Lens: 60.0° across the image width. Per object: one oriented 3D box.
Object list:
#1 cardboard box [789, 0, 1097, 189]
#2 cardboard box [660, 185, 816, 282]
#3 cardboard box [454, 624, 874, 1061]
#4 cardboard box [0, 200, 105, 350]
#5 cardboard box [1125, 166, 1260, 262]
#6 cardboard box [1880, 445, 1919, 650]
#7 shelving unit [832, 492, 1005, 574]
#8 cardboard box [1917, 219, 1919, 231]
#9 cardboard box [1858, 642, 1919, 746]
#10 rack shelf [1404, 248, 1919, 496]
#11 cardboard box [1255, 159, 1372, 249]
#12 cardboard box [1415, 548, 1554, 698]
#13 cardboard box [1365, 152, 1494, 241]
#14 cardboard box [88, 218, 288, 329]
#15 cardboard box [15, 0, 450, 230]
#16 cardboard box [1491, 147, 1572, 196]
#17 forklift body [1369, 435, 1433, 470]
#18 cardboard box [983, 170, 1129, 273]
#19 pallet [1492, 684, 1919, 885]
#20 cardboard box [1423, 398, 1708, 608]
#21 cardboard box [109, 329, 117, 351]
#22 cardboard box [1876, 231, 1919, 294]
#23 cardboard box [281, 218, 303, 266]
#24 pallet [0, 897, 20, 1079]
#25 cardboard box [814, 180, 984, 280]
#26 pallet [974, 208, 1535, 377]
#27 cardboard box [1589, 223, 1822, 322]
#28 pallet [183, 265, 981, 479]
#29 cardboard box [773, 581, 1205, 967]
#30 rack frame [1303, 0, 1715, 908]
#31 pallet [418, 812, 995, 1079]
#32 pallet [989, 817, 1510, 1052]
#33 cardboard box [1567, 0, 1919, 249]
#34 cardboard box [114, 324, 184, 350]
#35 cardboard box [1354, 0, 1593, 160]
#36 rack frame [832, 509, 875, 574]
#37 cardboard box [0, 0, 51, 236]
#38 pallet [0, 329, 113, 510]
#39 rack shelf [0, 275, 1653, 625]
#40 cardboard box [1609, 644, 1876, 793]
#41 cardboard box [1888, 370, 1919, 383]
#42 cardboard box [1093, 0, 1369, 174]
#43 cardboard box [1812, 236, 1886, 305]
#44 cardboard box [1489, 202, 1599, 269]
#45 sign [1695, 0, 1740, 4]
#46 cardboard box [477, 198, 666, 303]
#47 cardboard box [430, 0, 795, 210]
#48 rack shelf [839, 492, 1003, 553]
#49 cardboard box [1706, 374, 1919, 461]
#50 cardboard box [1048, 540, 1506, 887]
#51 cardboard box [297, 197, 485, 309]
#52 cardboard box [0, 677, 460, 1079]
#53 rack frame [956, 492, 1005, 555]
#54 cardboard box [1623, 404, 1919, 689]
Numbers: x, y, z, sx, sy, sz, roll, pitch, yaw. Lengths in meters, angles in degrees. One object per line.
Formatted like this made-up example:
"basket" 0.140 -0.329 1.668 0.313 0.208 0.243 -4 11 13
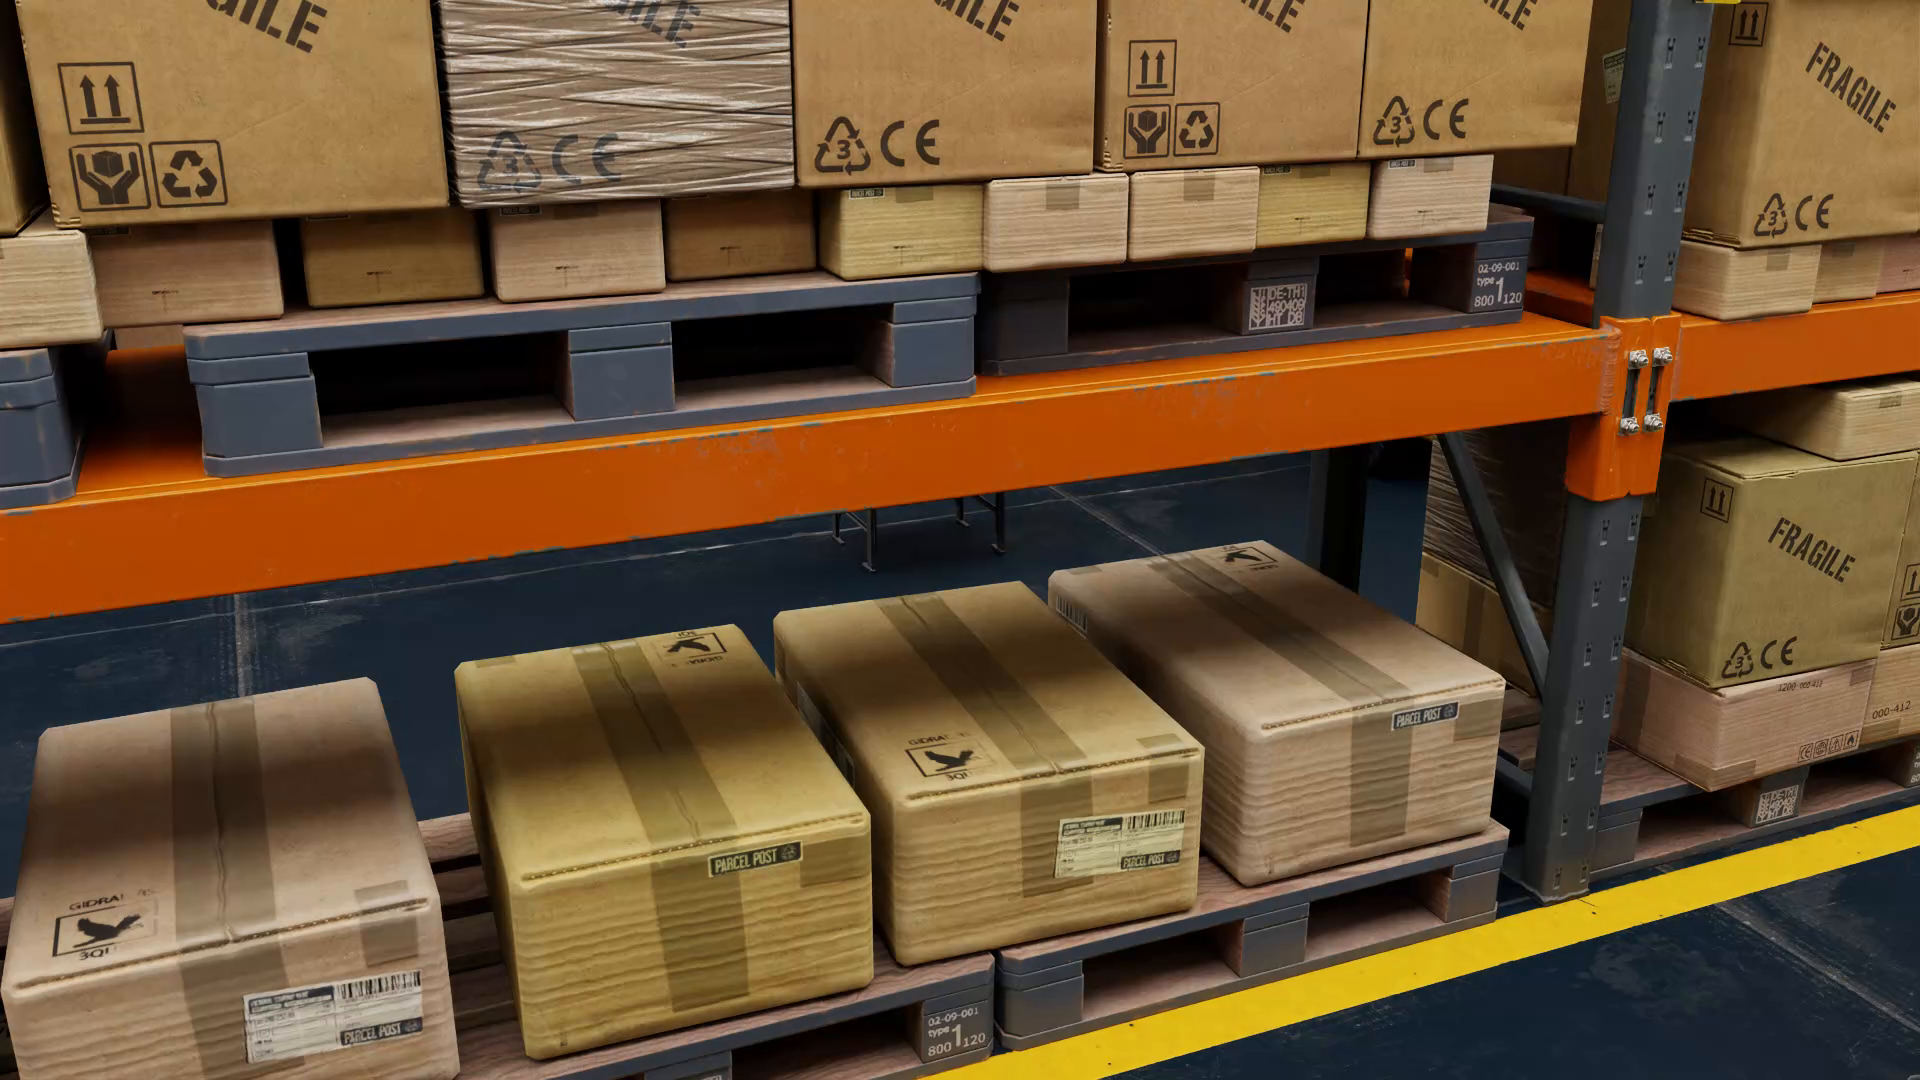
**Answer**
"cardboard box" -0.104 -0.881 2.776 0.500 0.500 0.500 -7 21 -20
"cardboard box" -0.428 -0.552 2.820 0.250 0.149 0.380 -9 21 -24
"cardboard box" -0.617 0.541 3.293 0.625 0.372 0.950 -7 21 -20
"cardboard box" -1.337 -0.376 2.319 0.250 0.149 0.380 -8 21 -22
"cardboard box" 0.326 -0.611 2.987 0.250 0.149 0.380 -9 21 -23
"cardboard box" 2.296 -0.082 4.116 0.500 0.500 0.500 -7 21 -20
"shelving unit" -0.152 -0.969 5.611 0.503 2.100 0.431 -8 21 -22
"cardboard box" 2.127 -0.991 3.722 0.500 0.500 0.500 -8 21 -22
"cardboard box" 2.295 0.272 4.240 0.500 0.250 0.500 -7 21 -19
"rack shelf" 2.997 -0.681 4.524 4.000 0.370 1.077 -8 21 -22
"cardboard box" 0.548 -0.656 3.114 0.250 0.149 0.380 -9 21 -24
"cardboard box" 1.597 0.182 4.498 0.500 0.250 0.500 -7 21 -19
"cardboard box" 0.798 -0.685 3.198 0.250 0.149 0.380 -8 21 -21
"cardboard box" -1.147 -0.431 2.476 0.250 0.149 0.380 -7 21 -19
"cardboard box" -1.047 -0.748 2.400 0.500 0.500 0.500 -8 21 -21
"cardboard box" 1.470 -1.079 3.972 0.500 0.500 0.500 -9 21 -23
"forklift body" 1.845 -1.591 7.302 1.214 2.155 2.313 -8 21 -22
"cardboard box" 0.093 -0.577 2.889 0.250 0.149 0.380 -8 21 -21
"pallet" 1.763 0.459 4.402 1.213 0.211 1.003 -8 21 -22
"cardboard box" 1.598 -0.172 4.373 0.500 0.500 0.500 -8 21 -23
"cardboard box" -3.904 -0.900 7.006 0.625 0.625 0.875 -7 21 -20
"cardboard box" 2.020 -0.676 3.804 0.250 0.149 0.380 -8 21 -22
"cardboard box" -1.111 -0.596 2.943 0.250 0.149 0.380 -8 21 -22
"pallet" -1.794 0.982 2.916 1.213 0.211 1.003 -8 21 -22
"cardboard box" -0.145 -0.555 2.829 0.250 0.149 0.380 -8 21 -22
"pallet" 0.401 -0.611 3.529 1.213 0.211 1.003 -8 21 -22
"cardboard box" 1.577 -0.583 3.539 0.250 0.149 0.380 -8 21 -22
"pallet" -0.711 -0.414 2.969 1.213 0.211 1.003 -8 21 -22
"cardboard box" 0.021 0.449 3.554 0.625 0.372 0.950 -7 21 -19
"rack frame" 1.161 -0.758 3.657 0.127 3.000 1.000 -8 21 -22
"pallet" -0.676 0.822 3.369 1.213 0.211 1.003 -8 21 -22
"pallet" 0.446 0.661 3.828 1.213 0.211 1.003 -8 21 -22
"cardboard box" 1.675 -0.918 3.514 0.500 0.500 0.500 -8 21 -22
"cardboard box" -3.307 -0.989 7.257 0.625 0.625 0.875 -7 21 -20
"cardboard box" 0.827 -1.012 3.150 0.500 0.500 0.500 -9 21 -23
"rack frame" -0.376 -0.937 5.520 0.015 2.100 0.400 -8 21 -22
"cardboard box" -1.532 -0.676 2.195 0.500 0.500 0.500 -7 21 -19
"pallet" -1.900 -0.267 2.553 1.003 0.211 1.213 -8 21 -22
"rack shelf" -0.676 -0.155 3.029 4.000 0.370 1.077 -8 21 -22
"cardboard box" 1.809 0.346 4.031 0.500 0.250 0.500 -9 21 -24
"cardboard box" 2.419 -0.380 3.987 0.250 0.149 0.380 -7 21 -20
"cardboard box" 0.373 -0.947 2.964 0.500 0.500 0.500 -8 21 -22
"cardboard box" 1.788 -0.632 3.678 0.250 0.149 0.380 -8 21 -20
"cardboard box" 1.335 -0.774 4.083 0.250 0.149 0.380 -8 21 -22
"sign" 1.384 -1.135 2.985 0.005 0.325 0.100 -8 21 -22
"cardboard box" -0.637 -0.495 2.657 0.250 0.149 0.380 -7 21 -20
"cardboard box" -0.584 -0.812 2.580 0.500 0.500 0.500 -9 21 -24
"rack shelf" -0.152 -0.295 5.848 0.480 0.518 0.431 -8 21 -22
"cardboard box" 1.948 -0.312 3.793 0.250 0.149 0.380 -8 21 -21
"cardboard box" 0.680 0.354 3.826 0.625 0.372 0.950 -8 21 -21
"cardboard box" -0.903 -0.480 2.616 0.250 0.149 0.380 -7 21 -20
"cardboard box" -1.315 0.639 3.014 0.625 0.372 0.950 -9 21 -23
"rack frame" 0.072 -1.001 5.703 0.015 2.100 0.400 -8 21 -22
"cardboard box" 1.809 -0.008 3.906 0.500 0.500 0.500 -7 21 -19
